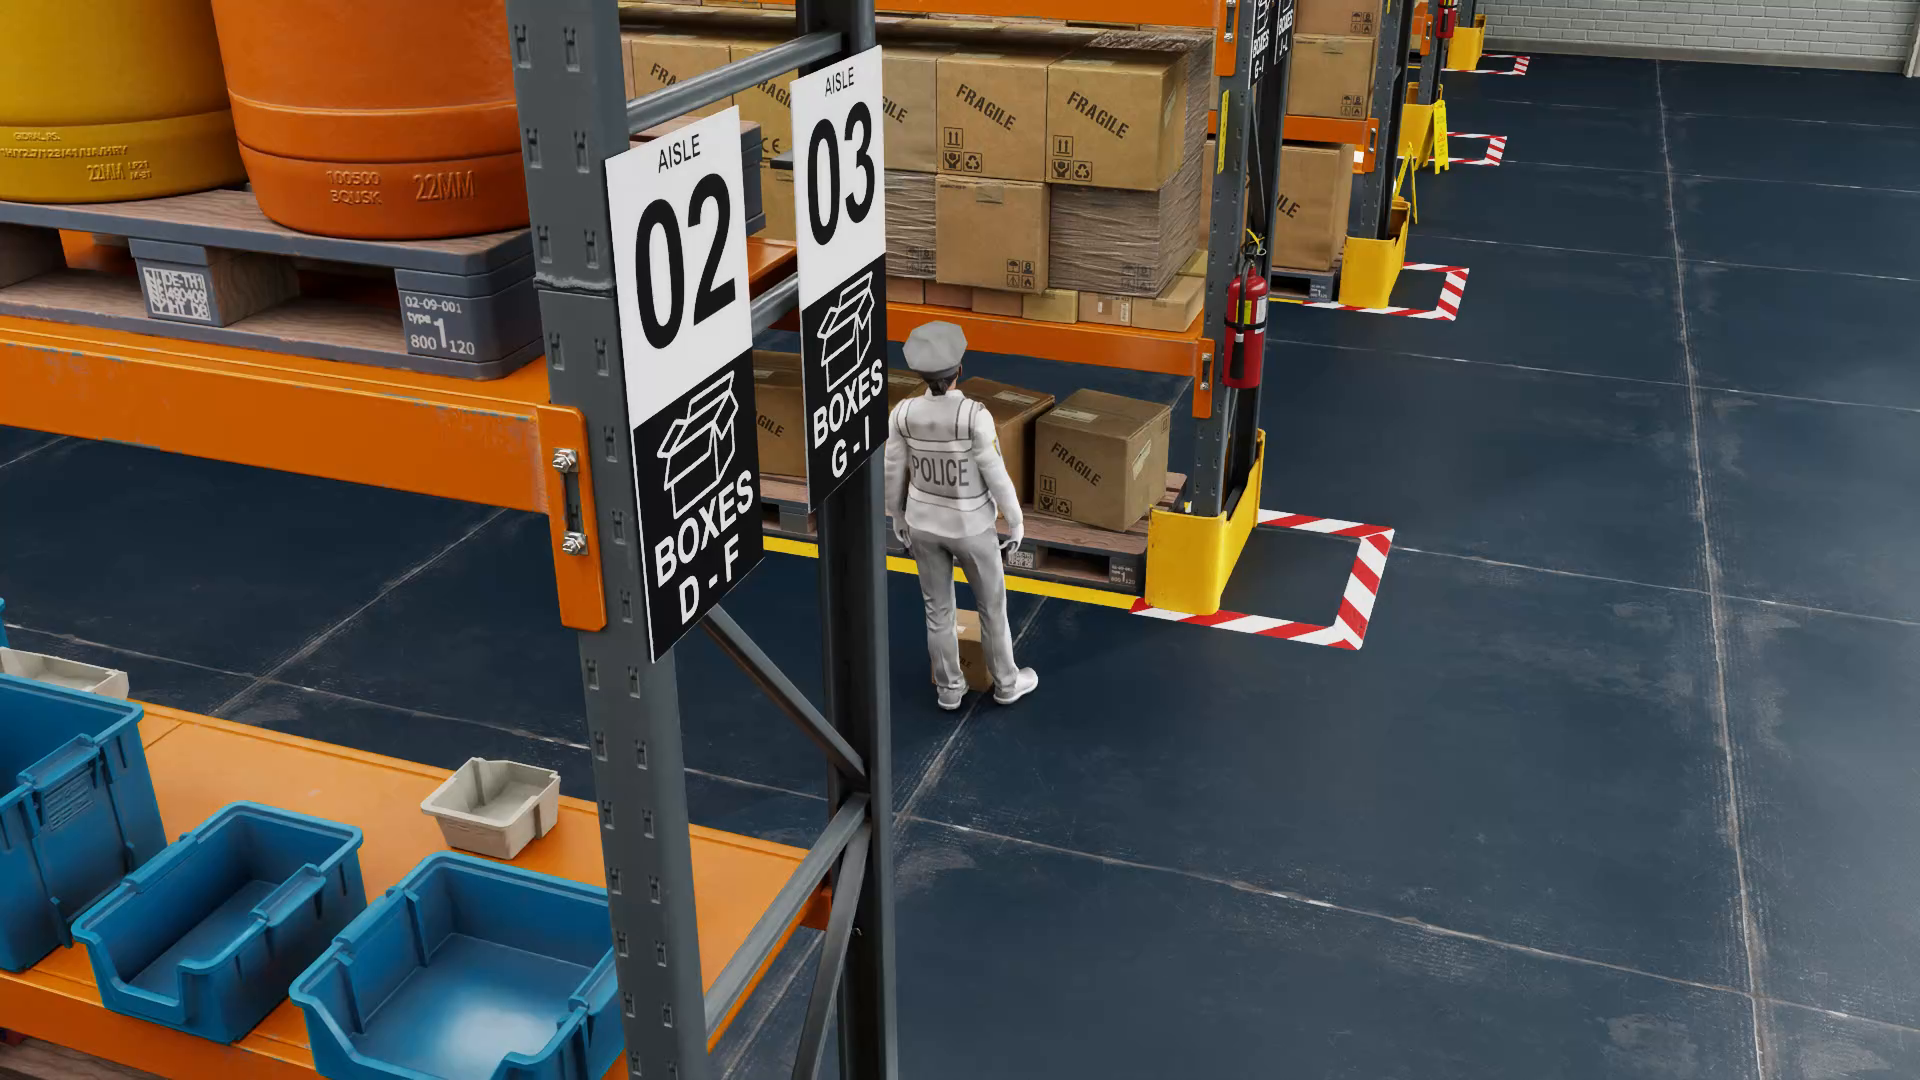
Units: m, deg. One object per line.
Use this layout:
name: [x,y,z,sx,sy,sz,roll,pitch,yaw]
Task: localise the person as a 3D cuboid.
person: [-0.008,-0.090,6.738,0.587,1.697,0.534,9,27,18]
